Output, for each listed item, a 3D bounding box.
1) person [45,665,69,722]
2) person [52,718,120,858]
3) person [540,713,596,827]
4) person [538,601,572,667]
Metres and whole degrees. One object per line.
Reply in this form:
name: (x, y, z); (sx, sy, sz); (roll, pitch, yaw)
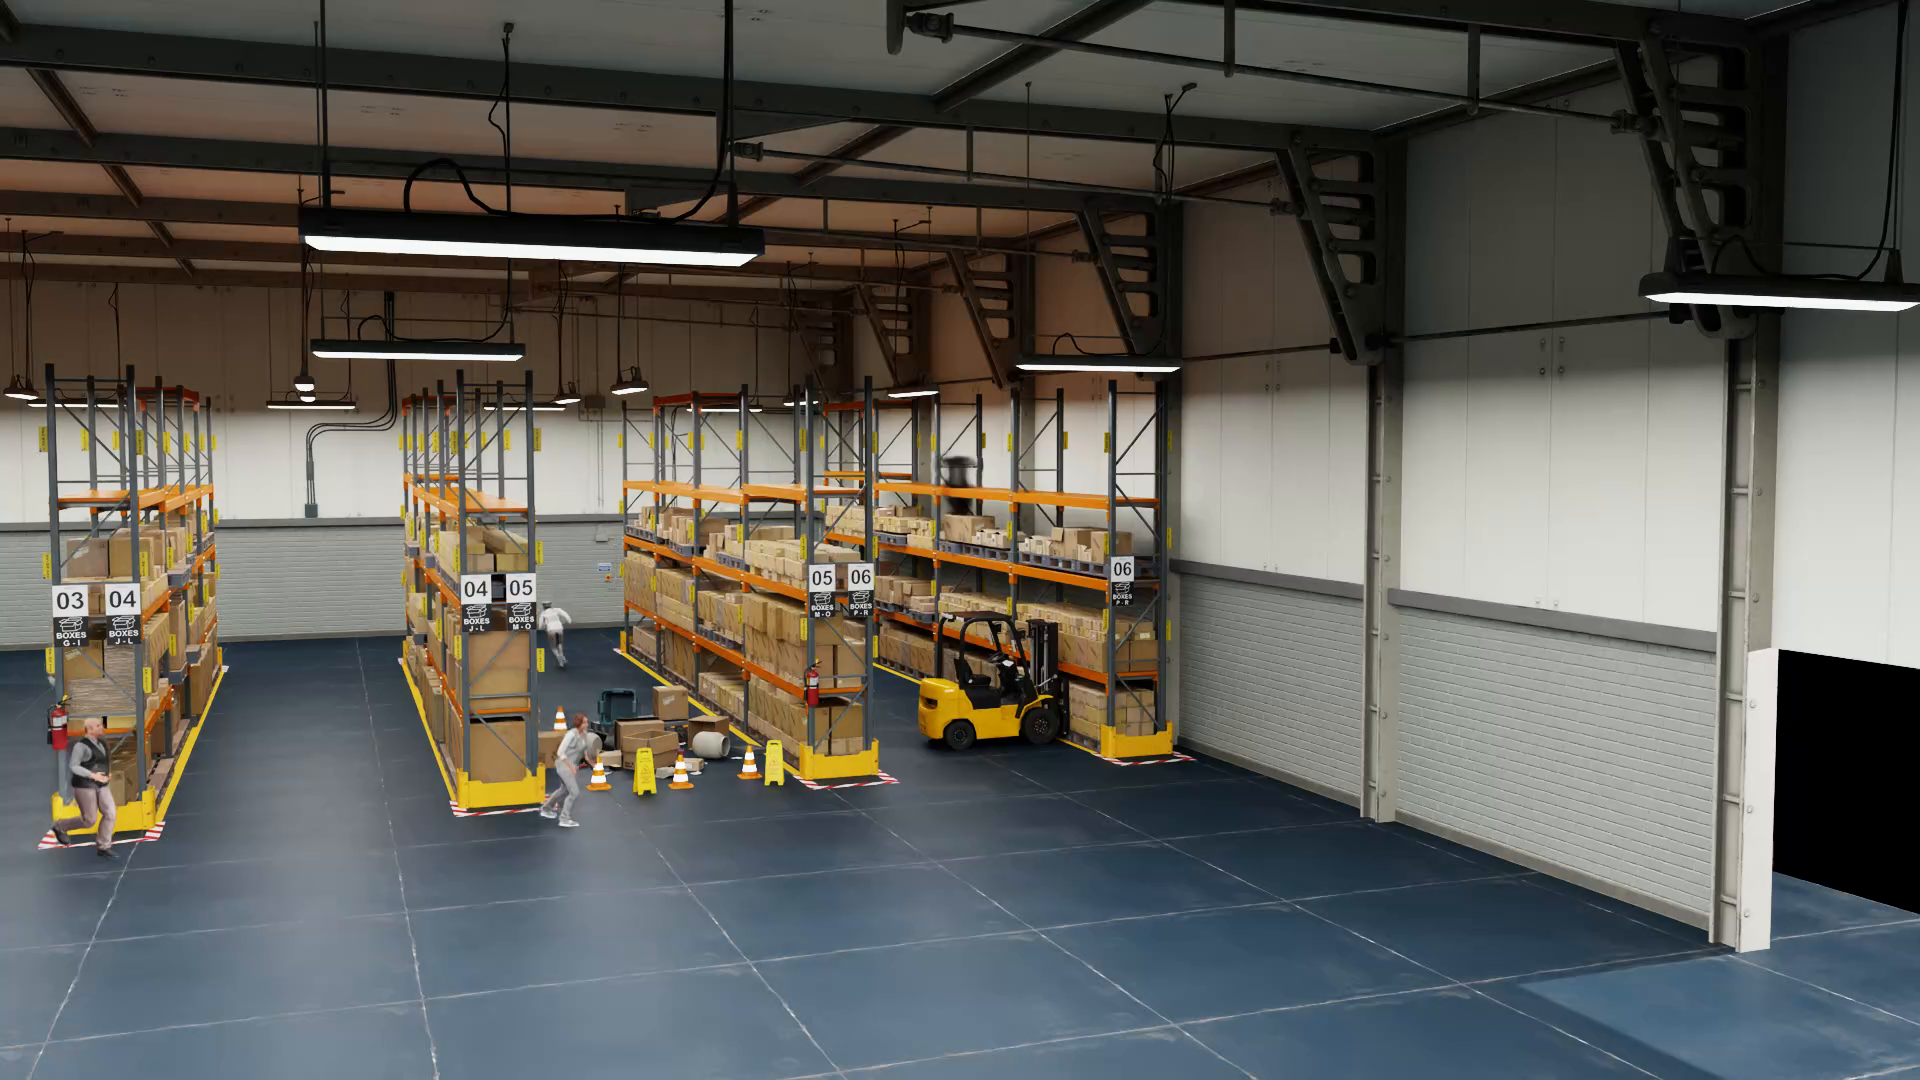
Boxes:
person: (-15.677, 2.514, 29.186); (0.674, 1.581, 0.992); (-3, 4, -40)
person: (-10.573, 3.000, 20.128); (0.831, 1.712, 0.675); (0, 3, 7)
person: (-5.153, 2.984, 21.693); (0.773, 1.511, 0.561); (0, 3, 8)
person: (-9.103, 2.103, 37.241); (0.621, 1.420, 0.947); (-2, 4, -27)
